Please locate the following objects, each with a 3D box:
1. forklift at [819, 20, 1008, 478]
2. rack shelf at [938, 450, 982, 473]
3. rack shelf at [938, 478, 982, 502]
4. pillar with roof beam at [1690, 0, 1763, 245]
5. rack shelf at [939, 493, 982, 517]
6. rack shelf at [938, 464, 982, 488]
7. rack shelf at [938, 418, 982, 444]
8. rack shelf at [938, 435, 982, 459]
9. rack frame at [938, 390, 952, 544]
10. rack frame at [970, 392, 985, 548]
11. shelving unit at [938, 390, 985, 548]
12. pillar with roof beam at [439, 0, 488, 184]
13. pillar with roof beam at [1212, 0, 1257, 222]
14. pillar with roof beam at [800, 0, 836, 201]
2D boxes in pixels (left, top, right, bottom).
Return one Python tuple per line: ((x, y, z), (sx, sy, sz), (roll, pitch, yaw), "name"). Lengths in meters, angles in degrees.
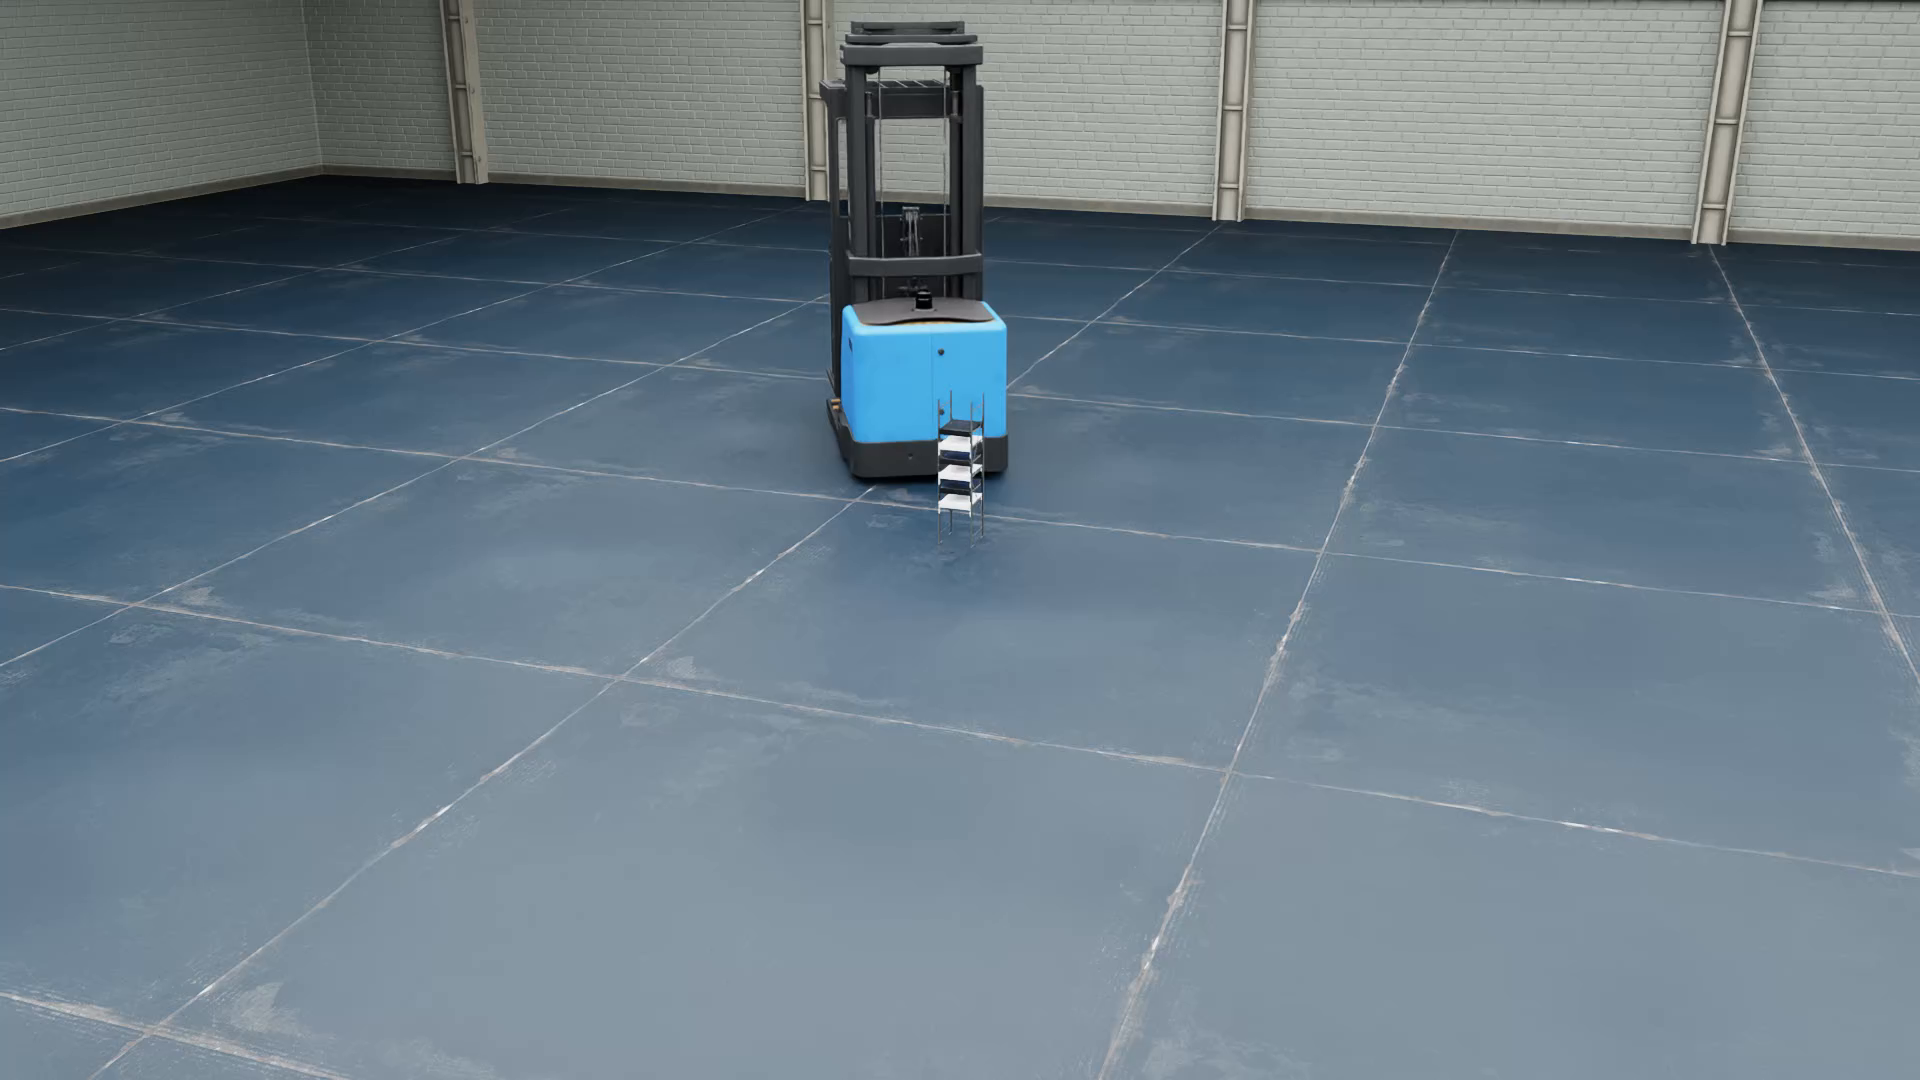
((-0.416, -2.245, 12.062), (1.130, 2.935, 3.031), (-3, 19, -9), "forklift")
((0.008, -0.478, 9.907), (0.200, 0.077, 0.258), (7, 20, 18), "rack shelf")
((0.008, -0.308, 9.966), (0.200, 0.077, 0.258), (7, 20, 18), "rack shelf")
((7.898, -6.615, 15.383), (0.400, 9.000, 9.100), (7, 20, 18), "pillar with roof beam")
((0.008, -0.223, 9.996), (0.200, 0.077, 0.258), (7, 20, 18), "rack shelf")
((0.008, -0.393, 9.937), (0.200, 0.077, 0.258), (7, 20, 18), "rack shelf")
((0.008, -0.648, 9.848), (0.200, 0.077, 0.258), (7, 20, 18), "rack shelf")
((0.008, -0.563, 9.877), (0.200, 0.077, 0.258), (7, 20, 18), "rack shelf")
((-0.088, -0.435, 9.957), (0.006, 0.900, 0.240), (7, 20, 18), "rack frame")
((0.104, -0.413, 9.894), (0.006, 0.900, 0.240), (7, 20, 18), "rack frame")
((0.008, -0.424, 9.926), (0.210, 0.900, 0.258), (7, 20, 18), "shelving unit")
((-9.106, -8.560, 20.960), (0.400, 9.000, 9.100), (7, 20, 18), "pillar with roof beam")
((2.230, -7.263, 17.242), (0.400, 9.000, 9.100), (7, 20, 18), "pillar with roof beam")
((-3.438, -7.911, 19.101), (0.400, 9.000, 9.100), (7, 20, 18), "pillar with roof beam")
